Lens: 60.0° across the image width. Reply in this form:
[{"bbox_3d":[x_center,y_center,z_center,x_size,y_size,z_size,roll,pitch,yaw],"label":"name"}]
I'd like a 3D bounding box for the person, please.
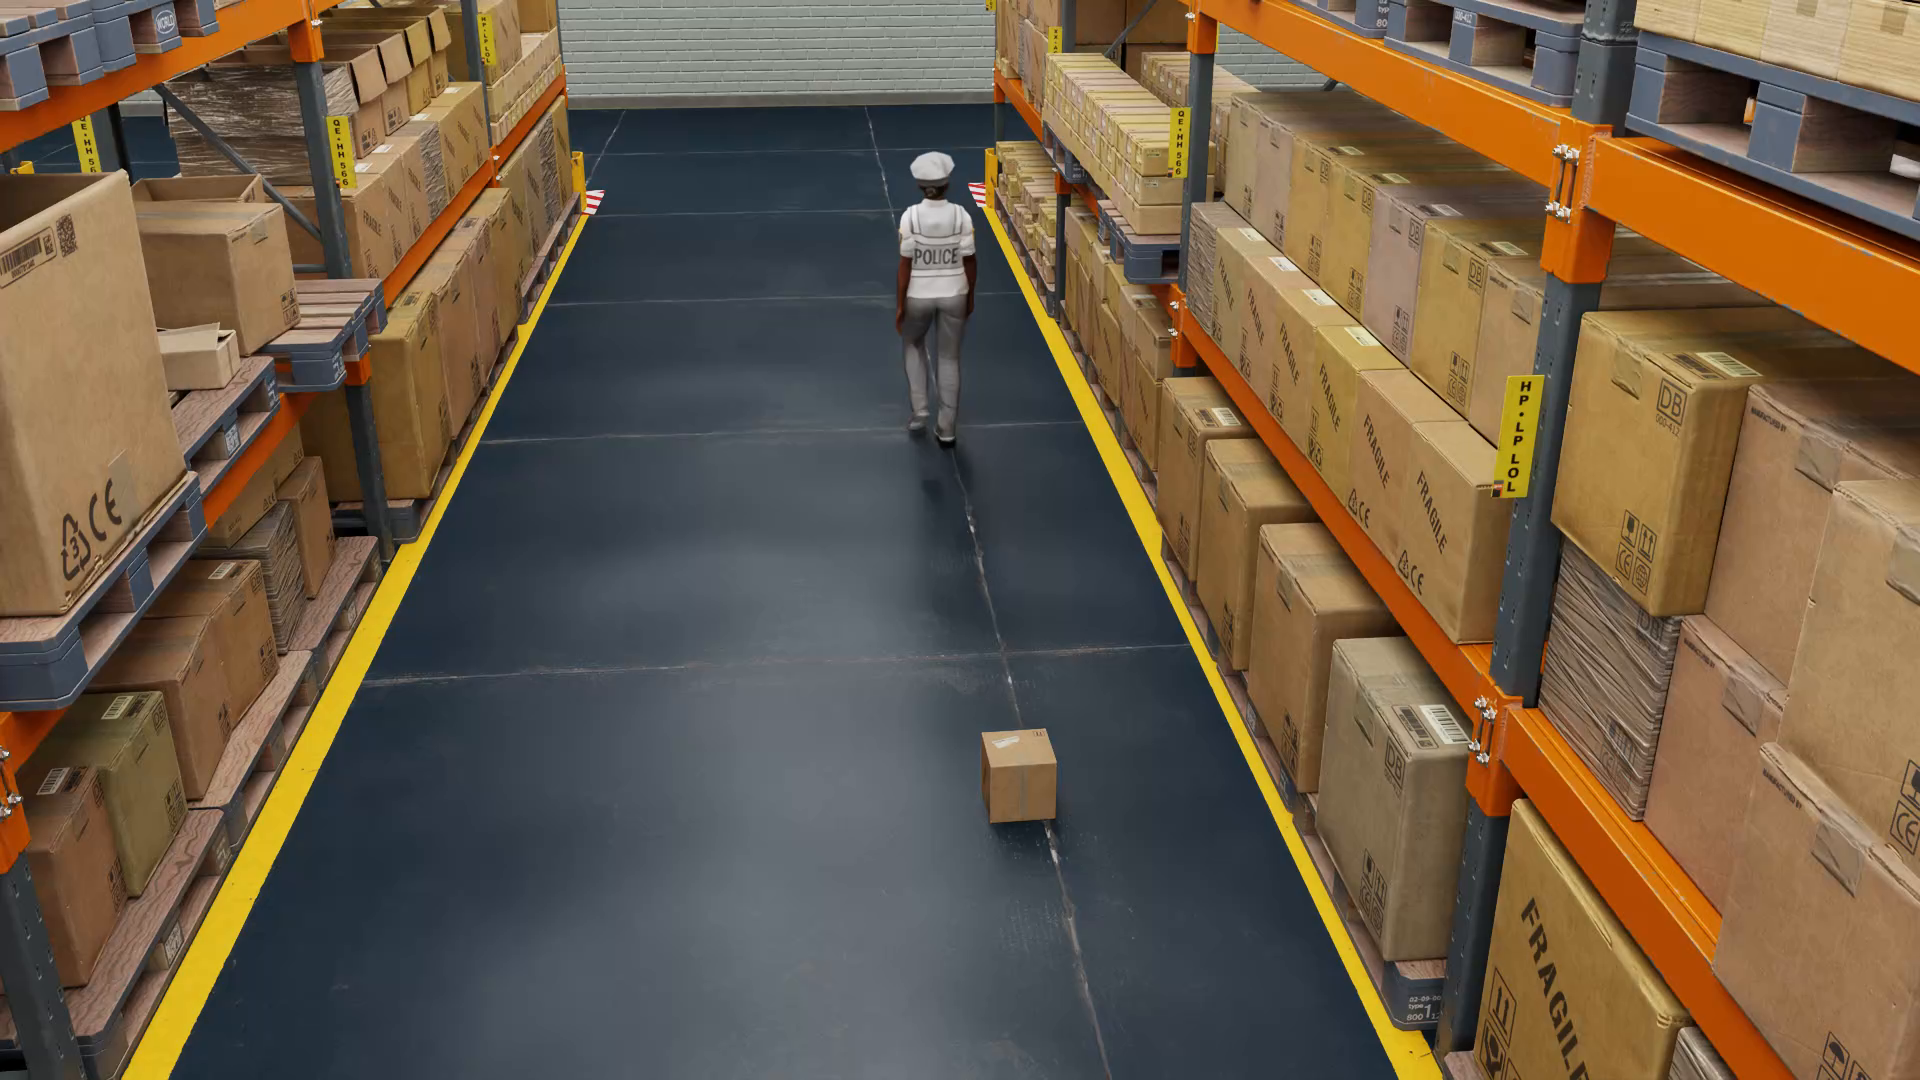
[{"bbox_3d":[-0.144,-1.392,9.743,0.483,1.752,0.502,-2,24,-4],"label":"person"}]
